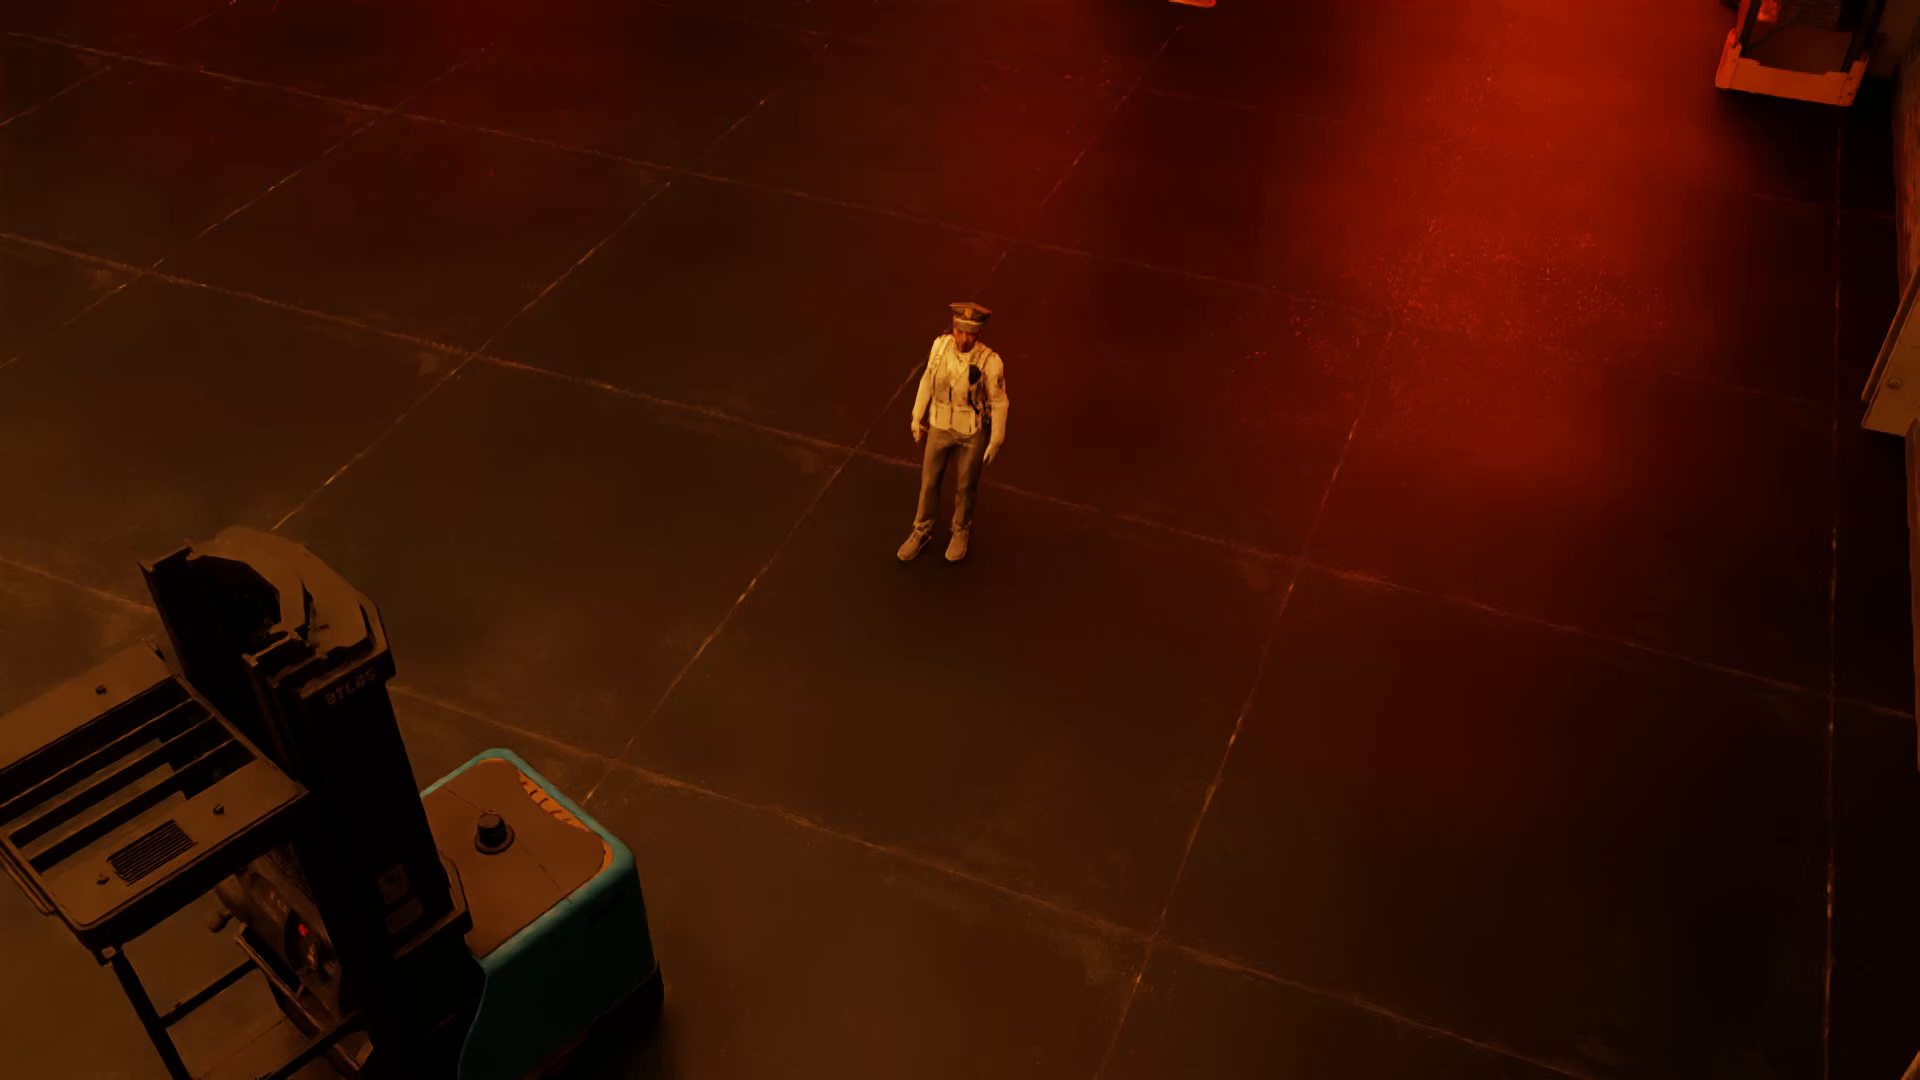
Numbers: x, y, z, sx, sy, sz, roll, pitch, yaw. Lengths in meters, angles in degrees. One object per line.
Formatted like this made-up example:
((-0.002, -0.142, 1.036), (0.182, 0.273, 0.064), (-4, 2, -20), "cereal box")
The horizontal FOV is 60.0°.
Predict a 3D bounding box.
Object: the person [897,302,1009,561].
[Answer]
((-0.032, -0.617, 9.695), (0.586, 1.695, 0.532), (15, 42, 17), "person")

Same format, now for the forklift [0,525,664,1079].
((-2.729, 1.520, 6.191), (1.130, 2.935, 3.031), (30, 49, 31), "forklift")
